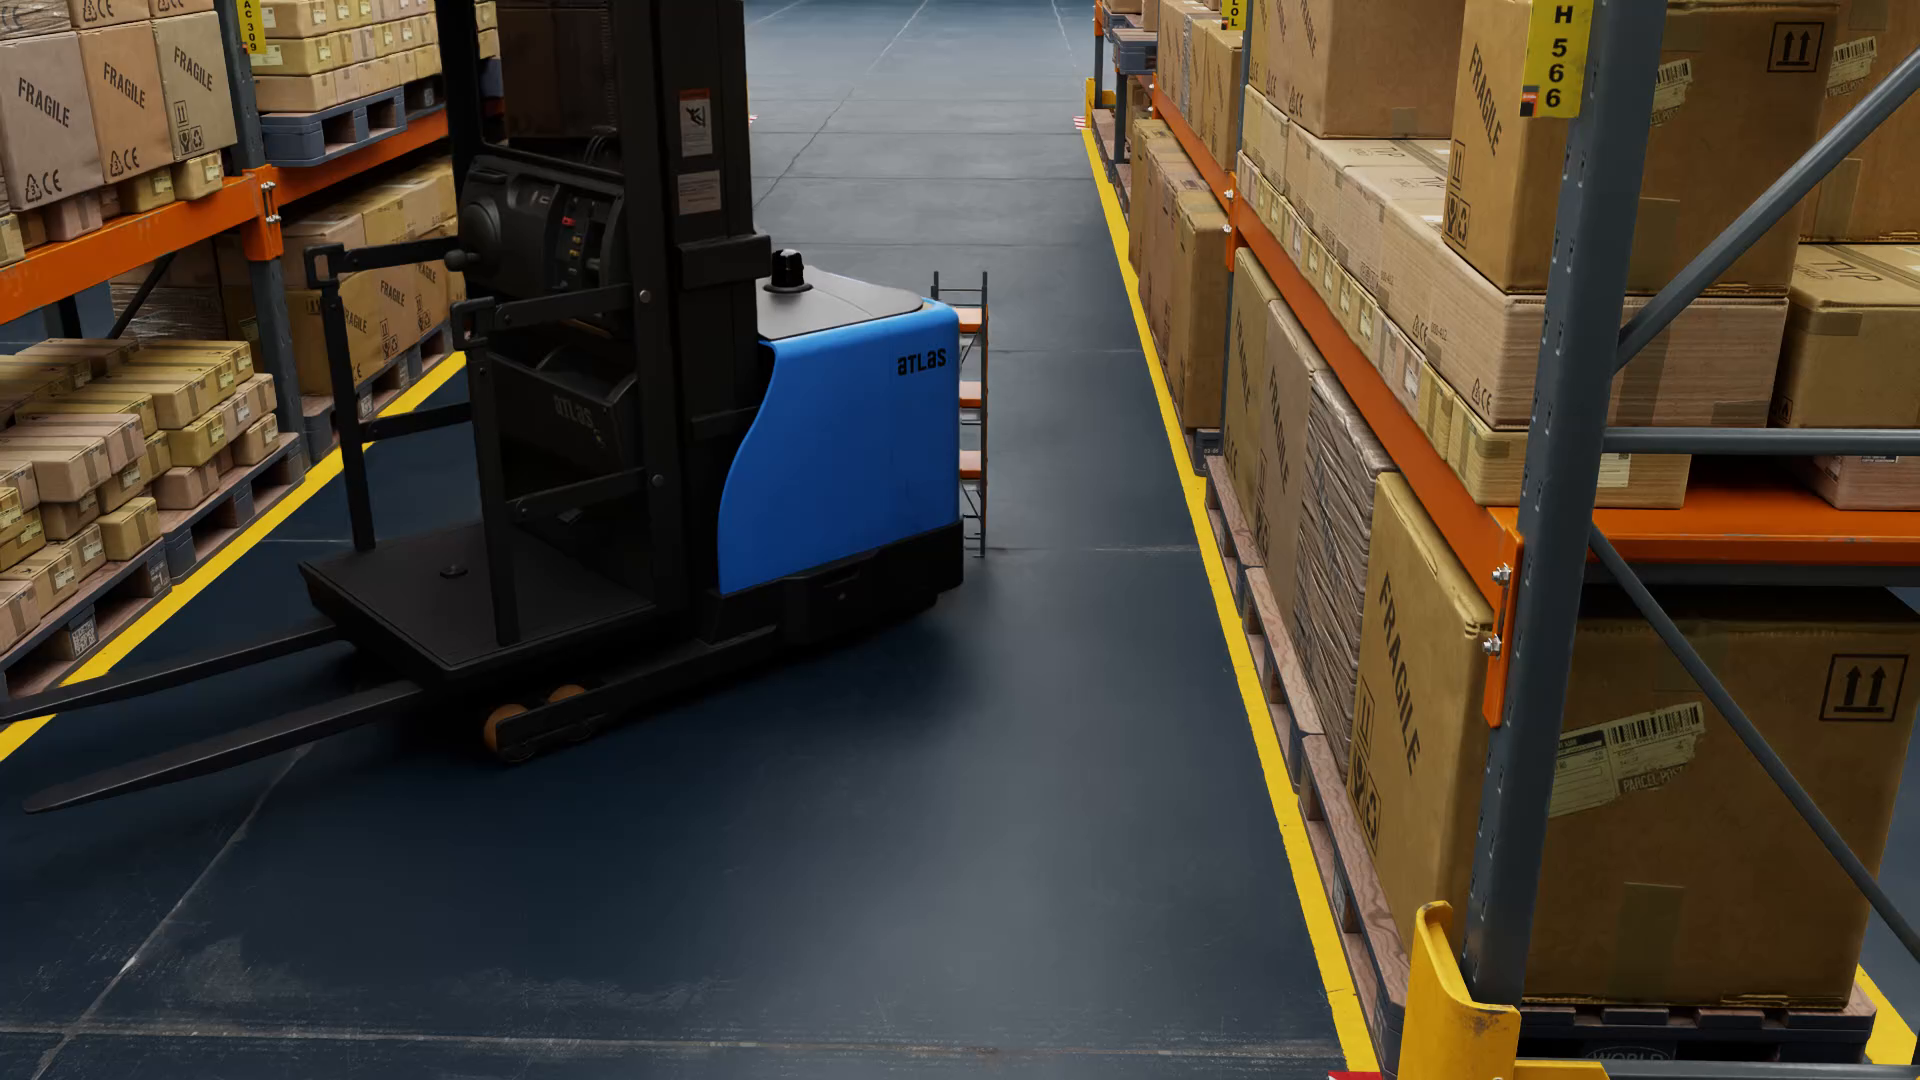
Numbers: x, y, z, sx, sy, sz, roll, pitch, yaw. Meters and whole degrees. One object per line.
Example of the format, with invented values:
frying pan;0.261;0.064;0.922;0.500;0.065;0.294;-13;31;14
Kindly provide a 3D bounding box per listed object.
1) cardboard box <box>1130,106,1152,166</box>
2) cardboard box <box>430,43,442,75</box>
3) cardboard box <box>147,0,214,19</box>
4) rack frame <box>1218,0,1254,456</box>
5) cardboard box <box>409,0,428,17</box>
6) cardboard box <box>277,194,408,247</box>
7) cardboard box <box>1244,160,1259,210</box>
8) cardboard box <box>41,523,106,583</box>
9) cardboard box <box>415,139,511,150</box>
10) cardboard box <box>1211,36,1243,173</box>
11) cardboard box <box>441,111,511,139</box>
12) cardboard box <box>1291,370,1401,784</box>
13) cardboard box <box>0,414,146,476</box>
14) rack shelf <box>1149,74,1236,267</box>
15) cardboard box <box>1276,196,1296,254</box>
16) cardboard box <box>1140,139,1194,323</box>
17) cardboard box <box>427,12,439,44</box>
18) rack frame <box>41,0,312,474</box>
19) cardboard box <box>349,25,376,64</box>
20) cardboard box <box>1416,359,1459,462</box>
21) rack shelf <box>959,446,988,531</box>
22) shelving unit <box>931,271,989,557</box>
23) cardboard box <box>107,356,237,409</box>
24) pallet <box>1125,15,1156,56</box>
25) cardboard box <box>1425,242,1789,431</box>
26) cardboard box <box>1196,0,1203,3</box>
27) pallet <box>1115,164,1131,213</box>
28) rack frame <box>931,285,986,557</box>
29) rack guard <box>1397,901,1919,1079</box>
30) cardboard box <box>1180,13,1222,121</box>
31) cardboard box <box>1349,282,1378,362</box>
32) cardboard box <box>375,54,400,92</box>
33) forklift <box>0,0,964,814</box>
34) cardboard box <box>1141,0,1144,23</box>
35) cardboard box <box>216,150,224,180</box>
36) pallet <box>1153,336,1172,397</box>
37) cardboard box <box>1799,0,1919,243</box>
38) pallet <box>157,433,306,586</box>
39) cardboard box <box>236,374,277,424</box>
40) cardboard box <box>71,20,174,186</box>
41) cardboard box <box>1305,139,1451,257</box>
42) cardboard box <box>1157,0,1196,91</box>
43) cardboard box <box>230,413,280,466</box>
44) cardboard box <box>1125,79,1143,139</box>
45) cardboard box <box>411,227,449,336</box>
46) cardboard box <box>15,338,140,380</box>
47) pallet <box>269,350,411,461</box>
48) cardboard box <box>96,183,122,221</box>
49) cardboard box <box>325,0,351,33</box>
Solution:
cardboard box;1.798;-3.313;13.769;0.700;0.500;0.500;-1;21;-3
cardboard box;-2.843;-2.473;8.523;0.380;0.149;0.250;0;21;-1
cardboard box;-3.104;-2.172;6.050;0.500;0.500;0.500;0;21;0
rack frame;1.595;-1.603;6.513;1.000;3.000;0.127;1;21;2
cardboard box;-2.850;-2.655;8.169;0.380;0.149;0.250;1;21;4
cardboard box;-3.060;-1.531;8.166;0.500;0.250;0.500;1;21;3
cardboard box;1.245;-1.287;6.048;0.380;0.149;0.250;0;21;0
cardboard box;-3.138;0.053;5.607;0.380;0.149;0.250;1;21;3
cardboard box;-2.997;-2.270;10.071;0.500;0.250;0.500;0;21;0
cardboard box;1.336;-1.822;6.939;0.500;0.500;0.500;1;21;2
cardboard box;-3.130;-2.506;11.371;1.050;0.750;0.750;0;21;1
cardboard box;1.440;0.077;4.541;0.875;0.875;0.875;1;21;2
cardboard box;-3.081;-0.332;5.775;0.380;0.149;0.250;0;21;-1
rack shelf;1.656;-1.991;8.507;1.077;0.370;4.000;1;21;2
cardboard box;1.224;-1.005;5.319;0.380;0.149;0.250;0;21;1
cardboard box;1.640;-1.683;9.076;1.225;0.875;0.875;1;21;2
cardboard box;-3.169;-2.598;8.640;1.036;0.298;0.538;0;21;1
rack frame;-3.360;-1.694;6.748;1.000;3.000;0.127;1;21;2
cardboard box;-2.875;-2.236;7.500;0.380;0.149;0.250;1;21;3
cardboard box;1.161;-0.266;3.415;0.380;0.149;0.250;1;21;2
rack shelf;-0.002;-0.201;6.394;0.215;0.259;0.240;1;21;2
shelving unit;-0.002;-0.470;6.289;0.215;1.050;0.252;1;21;2
cardboard box;-3.079;-0.614;6.502;0.380;0.149;0.250;1;21;2
pallet;1.736;-3.676;12.121;1.003;0.211;1.213;1;21;2
cardboard box;1.223;-0.403;3.218;0.500;0.250;0.500;0;21;1
cardboard box;1.678;-3.299;9.360;0.797;0.503;0.637;1;21;3
pallet;1.816;-2.914;13.747;1.003;0.211;1.213;1;21;2
rack frame;-0.005;-0.426;6.175;0.200;1.050;0.008;1;21;2
rack guard;1.472;1.017;3.216;1.175;0.500;0.348;1;21;2
cardboard box;1.387;-2.370;8.353;0.500;0.500;0.500;1;21;2
cardboard box;1.184;-0.541;4.124;0.380;0.149;0.250;0;21;0
cardboard box;-2.865;-2.191;7.797;0.380;0.149;0.250;1;21;2
forklift;-1.424;-0.931;4.875;3.031;2.935;1.130;-18;27;-38
cardboard box;1.497;-3.788;11.751;0.396;0.266;0.258;0;21;0
cardboard box;-3.135;-1.471;6.521;0.380;0.149;0.250;0;21;1
pallet;1.577;-1.025;8.879;1.003;0.211;1.213;1;21;2
cardboard box;1.773;-0.926;3.529;0.500;0.500;0.500;0;21;0
pallet;-3.345;-0.151;6.626;1.003;0.211;1.213;1;21;2
cardboard box;-3.052;-0.582;6.831;0.380;0.149;0.250;1;21;3
cardboard box;-3.109;-1.514;5.734;0.500;0.500;0.500;0;21;0
cardboard box;1.266;-0.959;4.651;0.500;0.250;0.500;1;21;2
cardboard box;1.430;-2.923;9.777;0.500;0.500;0.500;1;21;3
cardboard box;-3.031;-0.415;6.813;0.380;0.149;0.250;1;21;2
cardboard box;1.840;-4.103;15.831;0.500;0.500;0.500;-1;21;-3
cardboard box;-3.055;-1.370;8.787;0.500;0.500;0.500;1;21;3
cardboard box;-3.577;-0.716;6.765;0.380;0.149;0.250;1;21;4
pallet;-3.338;-0.675;7.978;1.003;0.211;1.213;1;21;2
cardboard box;-3.178;-1.188;5.792;0.380;0.149;0.250;0;21;0
cardboard box;-2.886;-2.288;7.224;0.380;0.149;0.250;1;21;3
